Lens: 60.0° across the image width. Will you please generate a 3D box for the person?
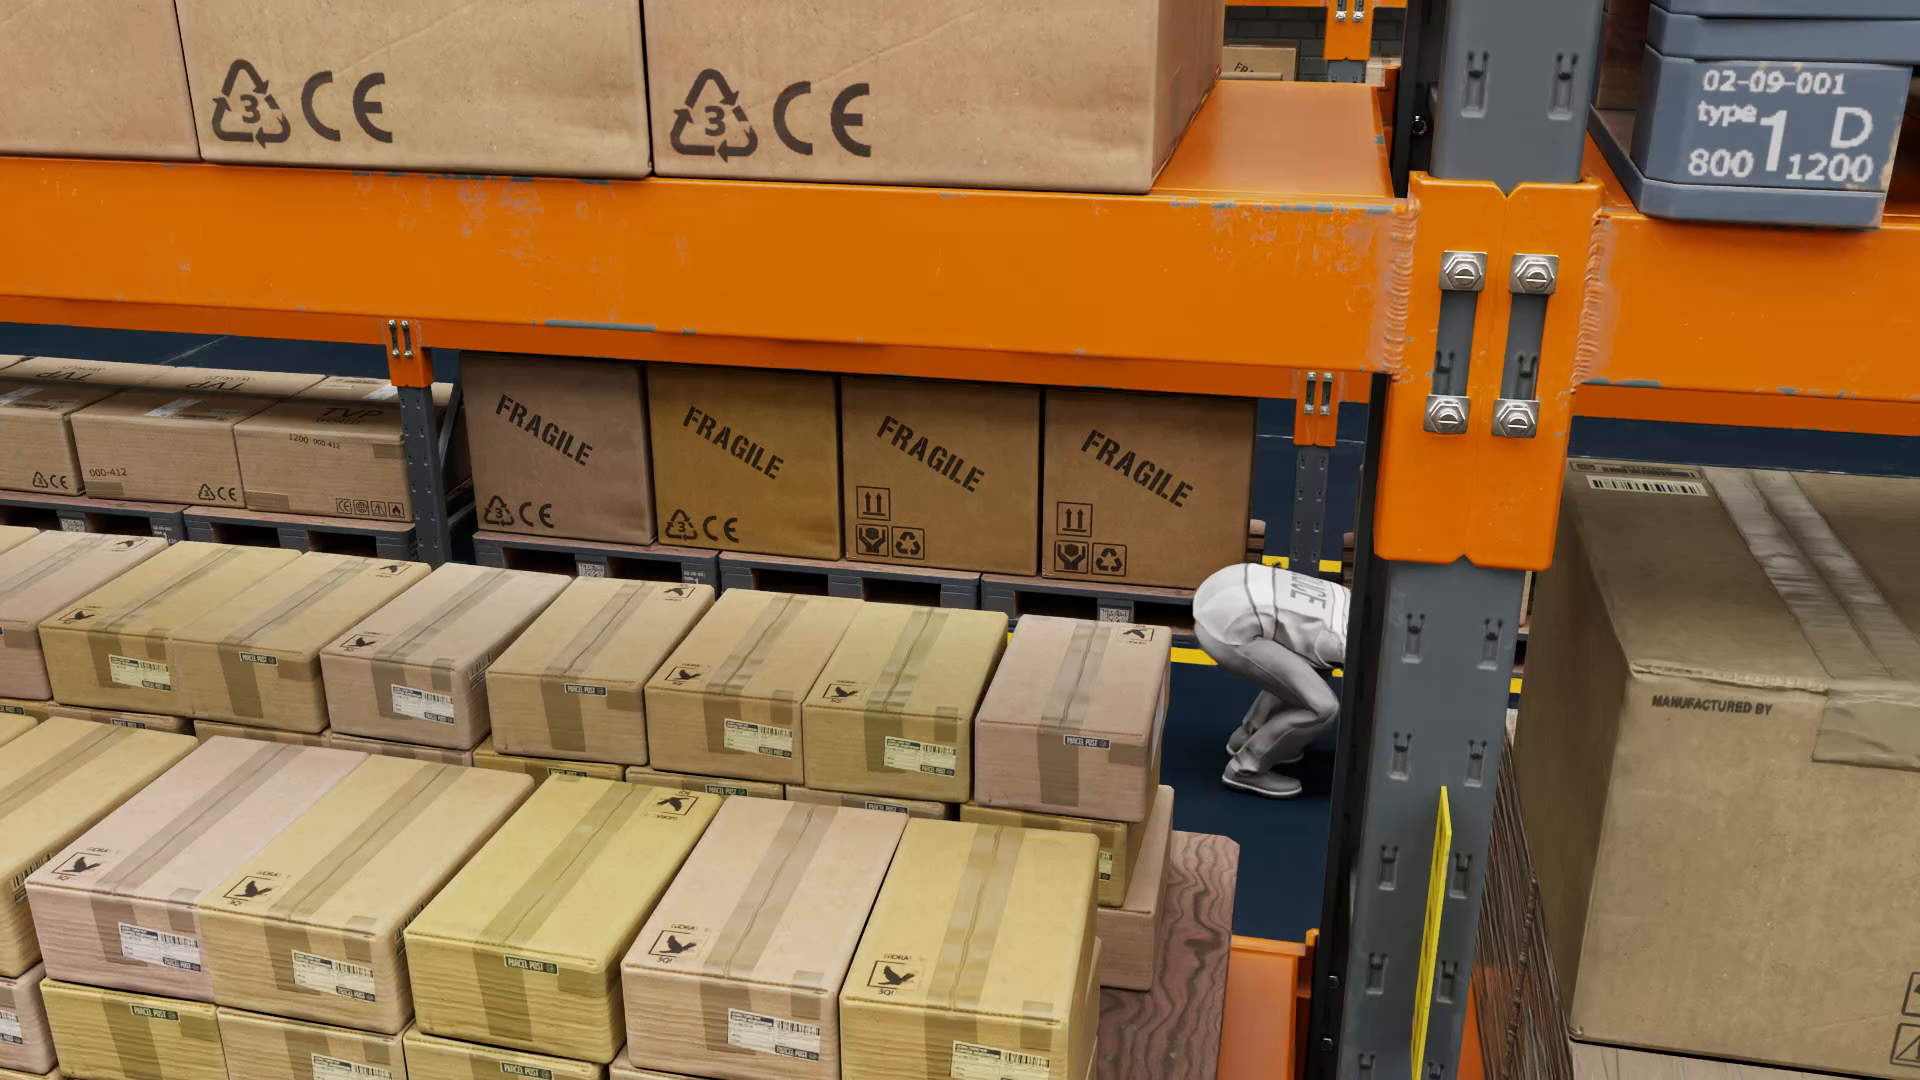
[{"bbox_3d":[1.277,0.510,5.993,0.897,0.823,0.469,4,22,9],"label":"person"}]
